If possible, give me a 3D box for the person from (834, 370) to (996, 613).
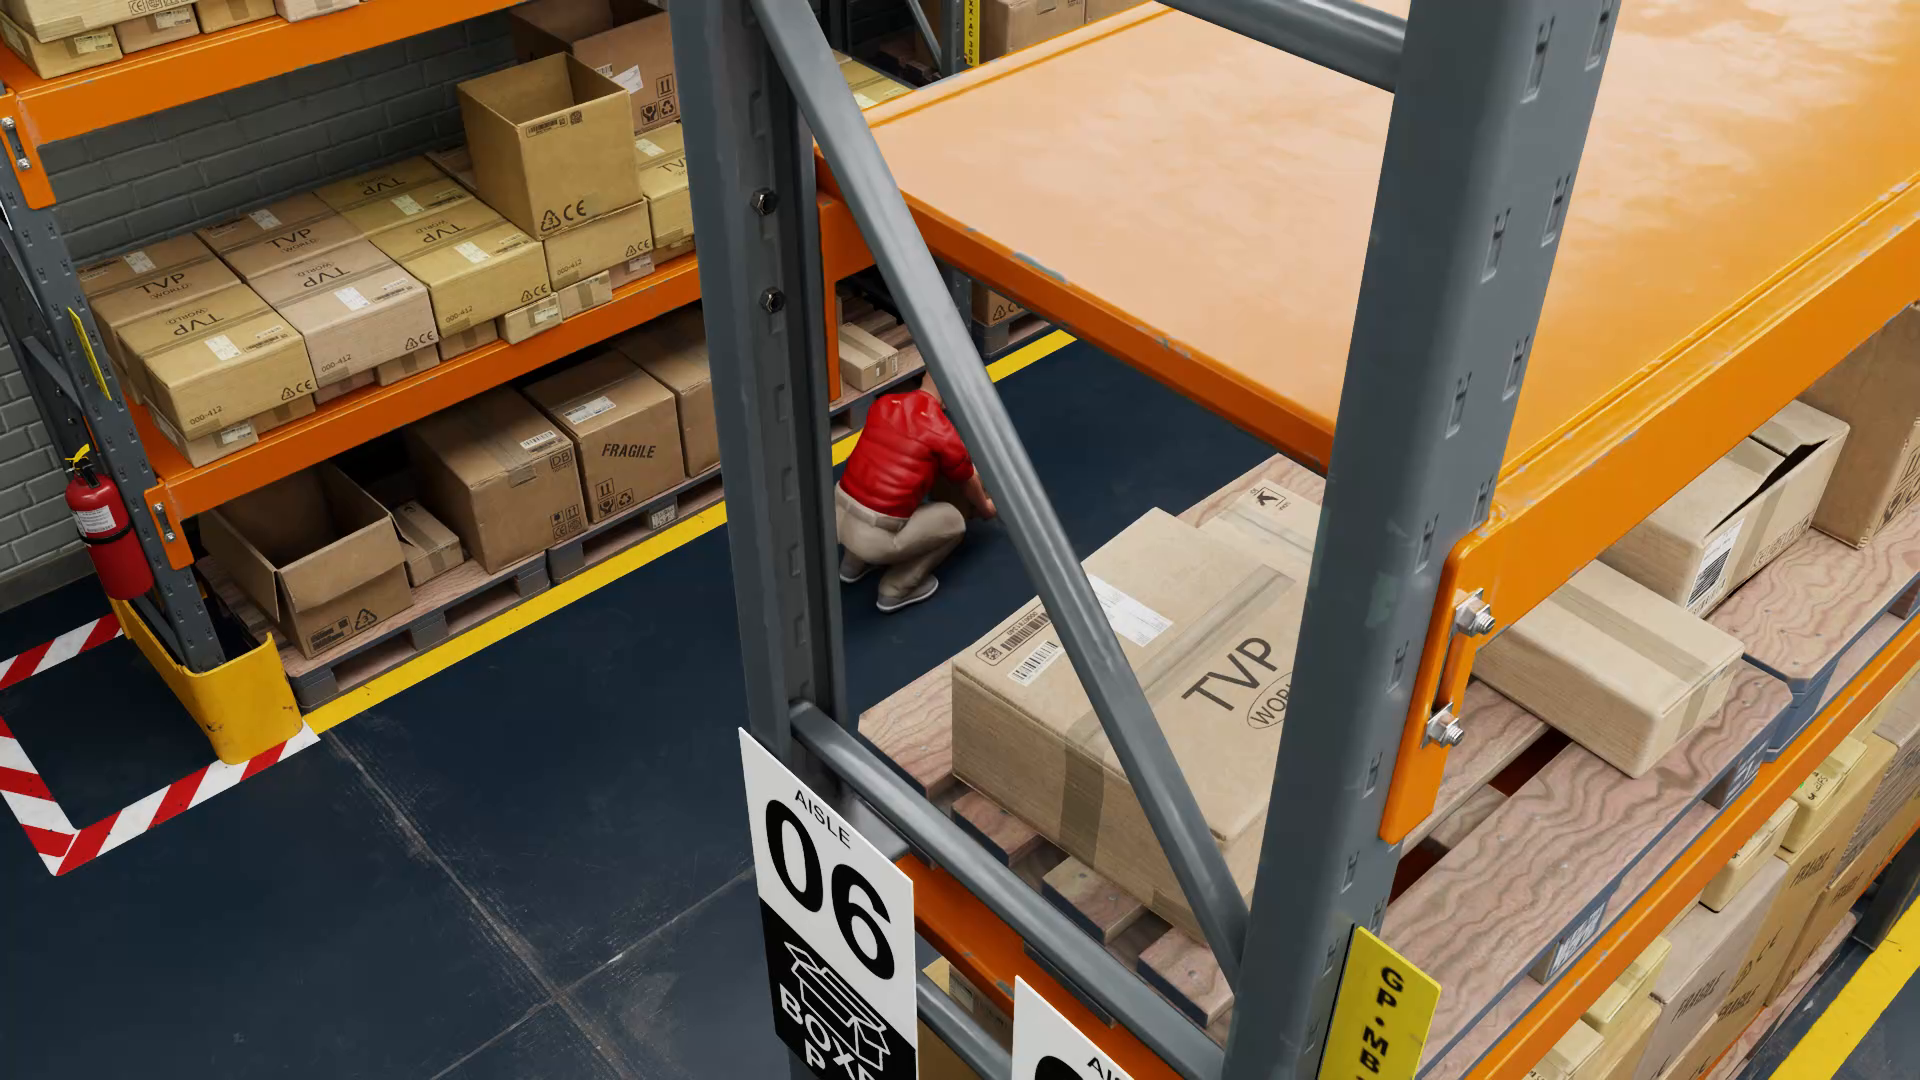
[{"bbox_3d":[-0.225,-0.254,7.398,0.886,0.987,0.540,-31,49,-32],"label":"person"}]
